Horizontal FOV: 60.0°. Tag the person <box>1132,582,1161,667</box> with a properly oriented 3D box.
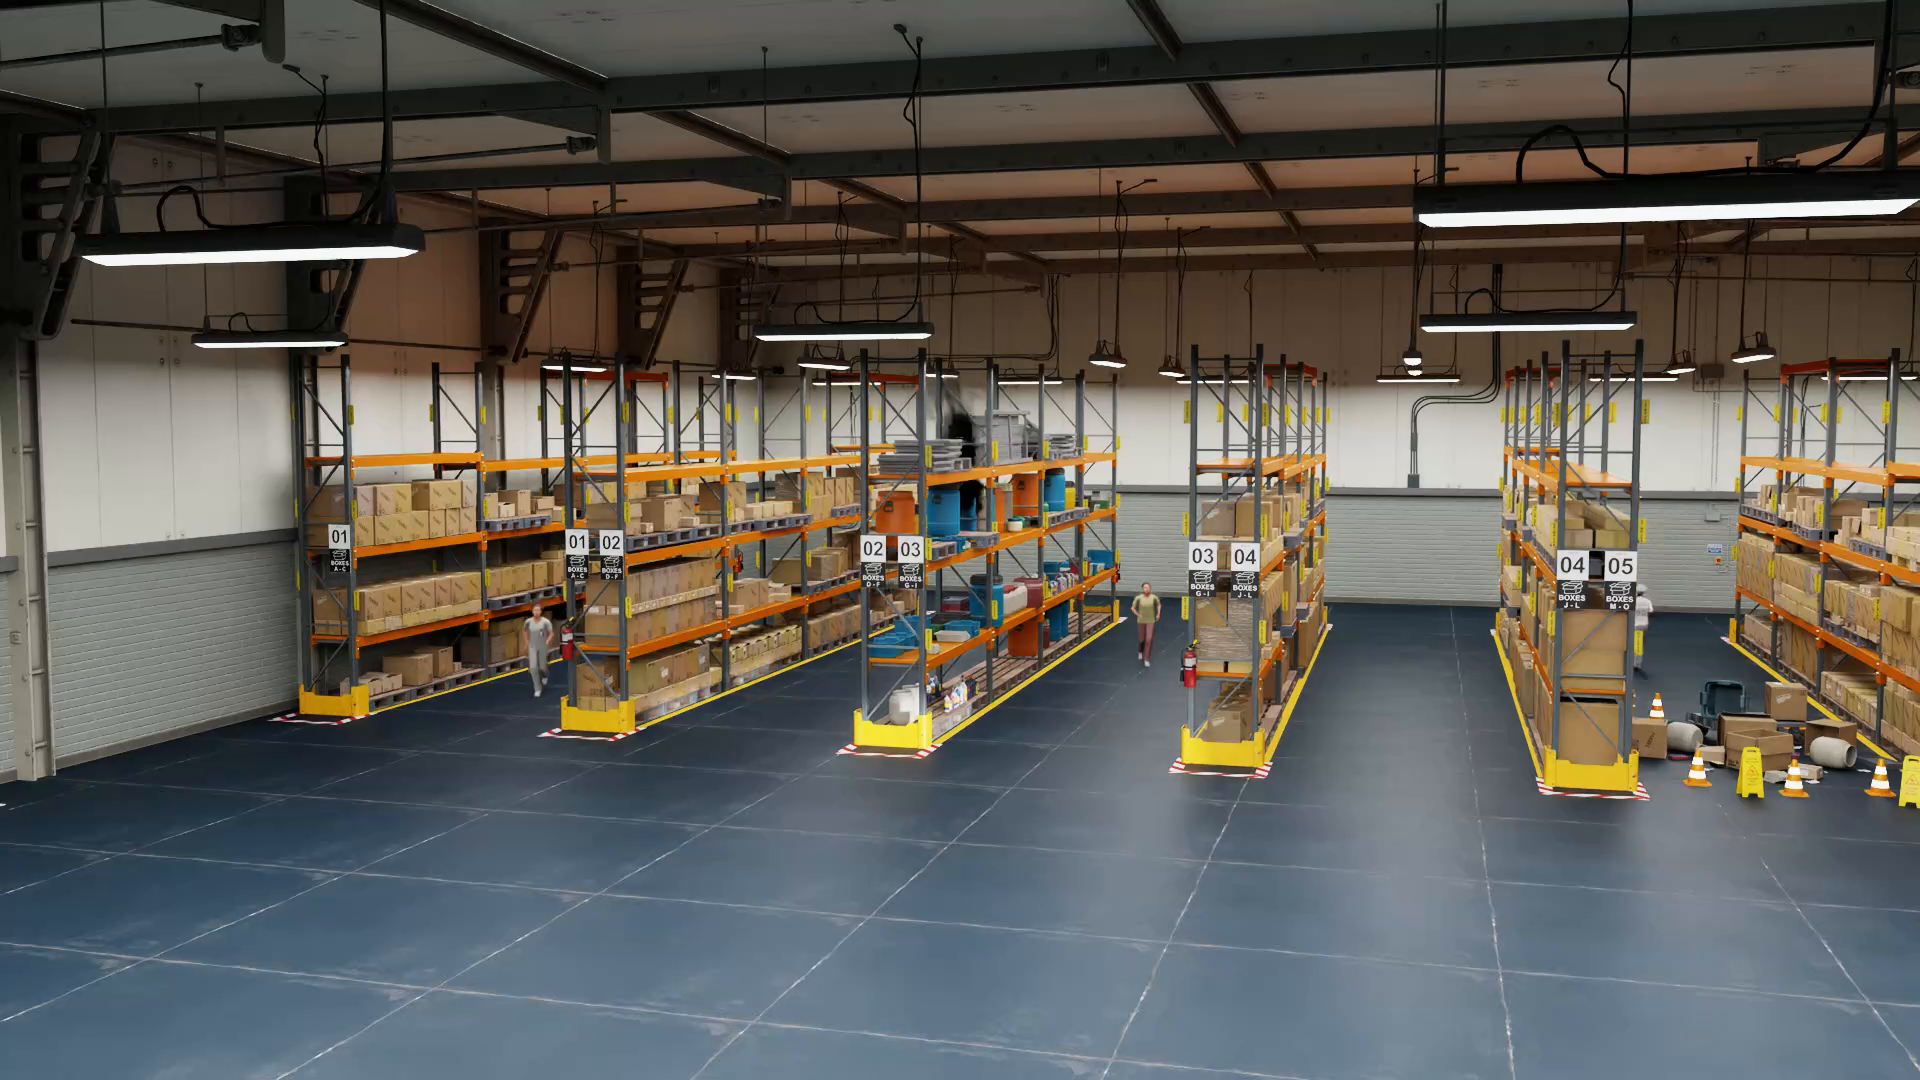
[{"bbox_3d":[3.751,1.670,33.454,0.601,1.670,0.794,0,4,3],"label":"person"}]

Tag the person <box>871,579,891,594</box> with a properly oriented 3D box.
[{"bbox_3d":[-2.131,0.873,43.505,1.007,1.764,0.693,2,5,21],"label":"person"}]

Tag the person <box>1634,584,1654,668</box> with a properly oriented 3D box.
[{"bbox_3d":[13.436,1.696,32.983,0.575,1.659,0.561,1,4,9],"label":"person"}]

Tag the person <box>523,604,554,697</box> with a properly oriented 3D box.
[{"bbox_3d":[-7.580,1.951,29.911,0.550,1.642,0.818,-1,4,-7],"label":"person"}]
